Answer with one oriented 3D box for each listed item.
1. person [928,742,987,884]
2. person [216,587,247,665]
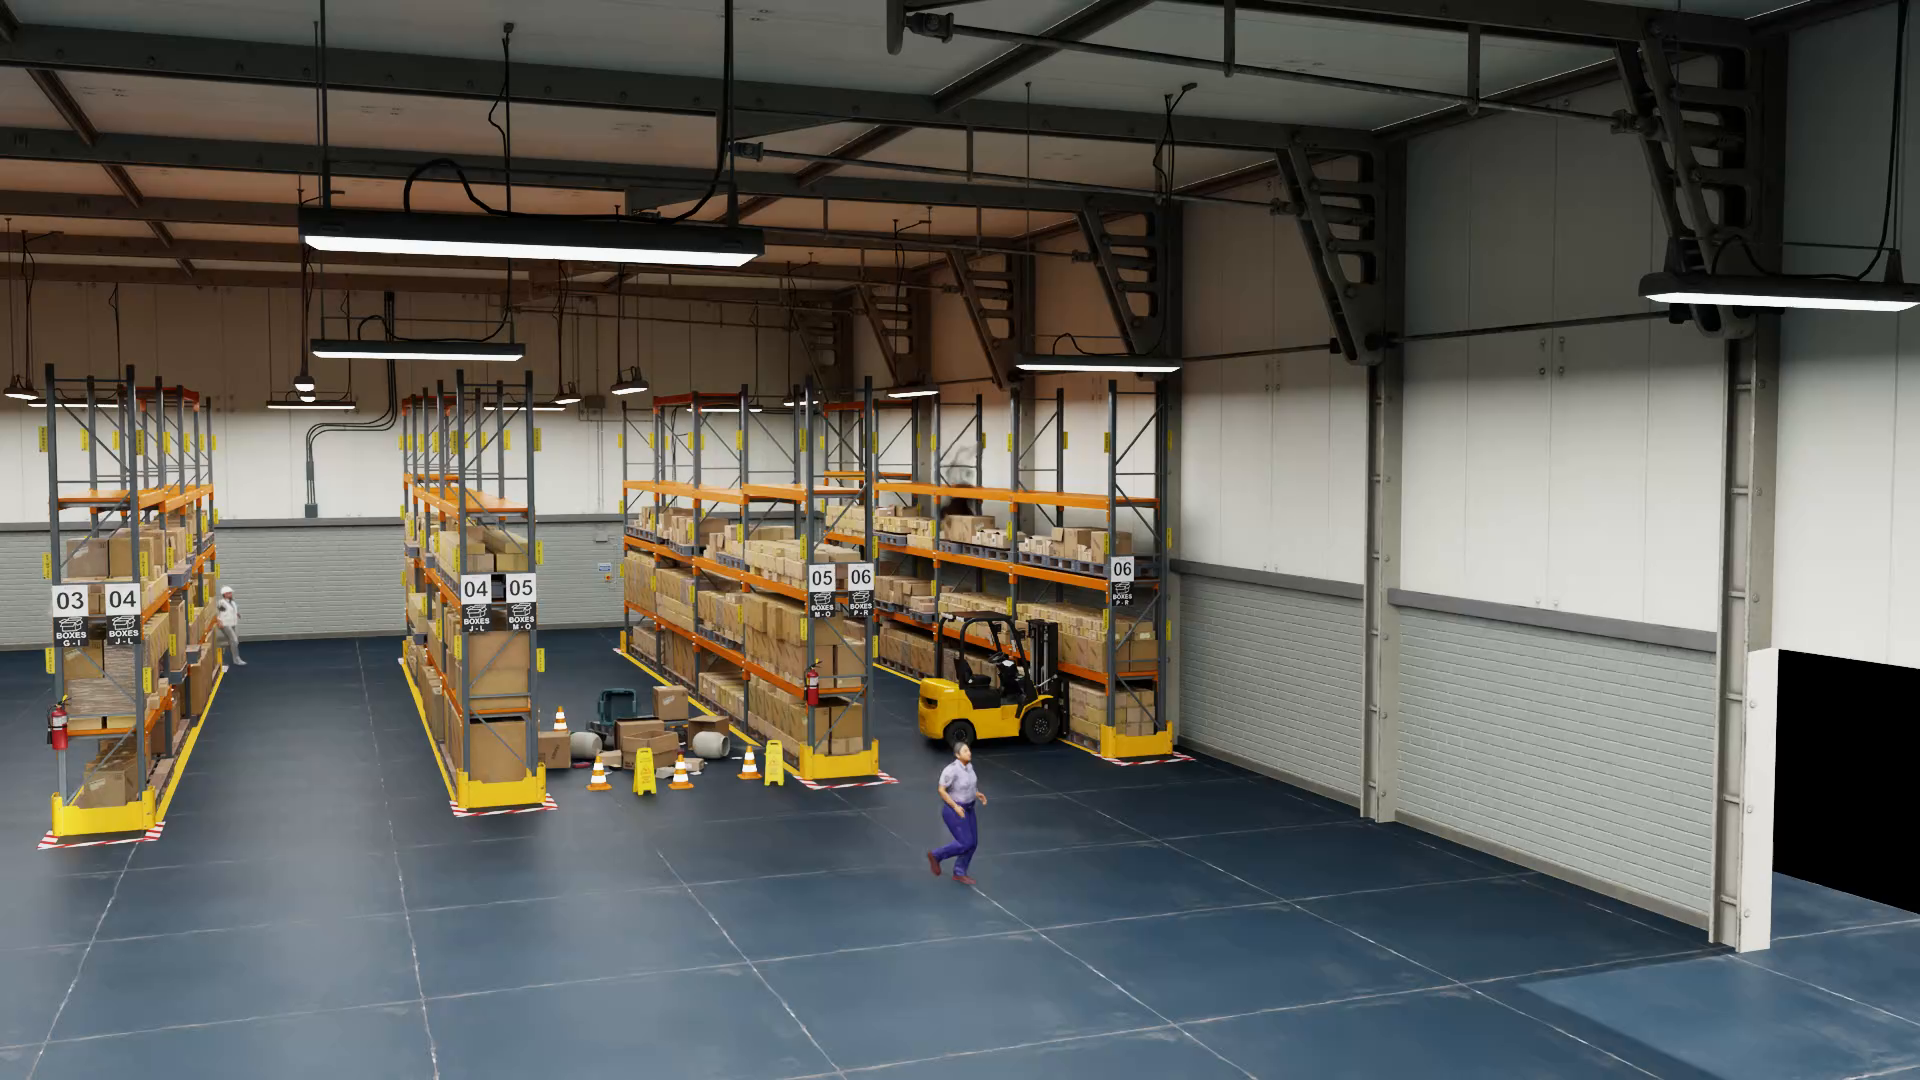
[{"bbox_3d":[-0.015,3.192,18.967,0.596,1.437,0.600,2,4,28],"label":"person"},{"bbox_3d":[-16.523,1.931,37.499,0.902,1.769,0.696,0,3,5],"label":"person"}]
